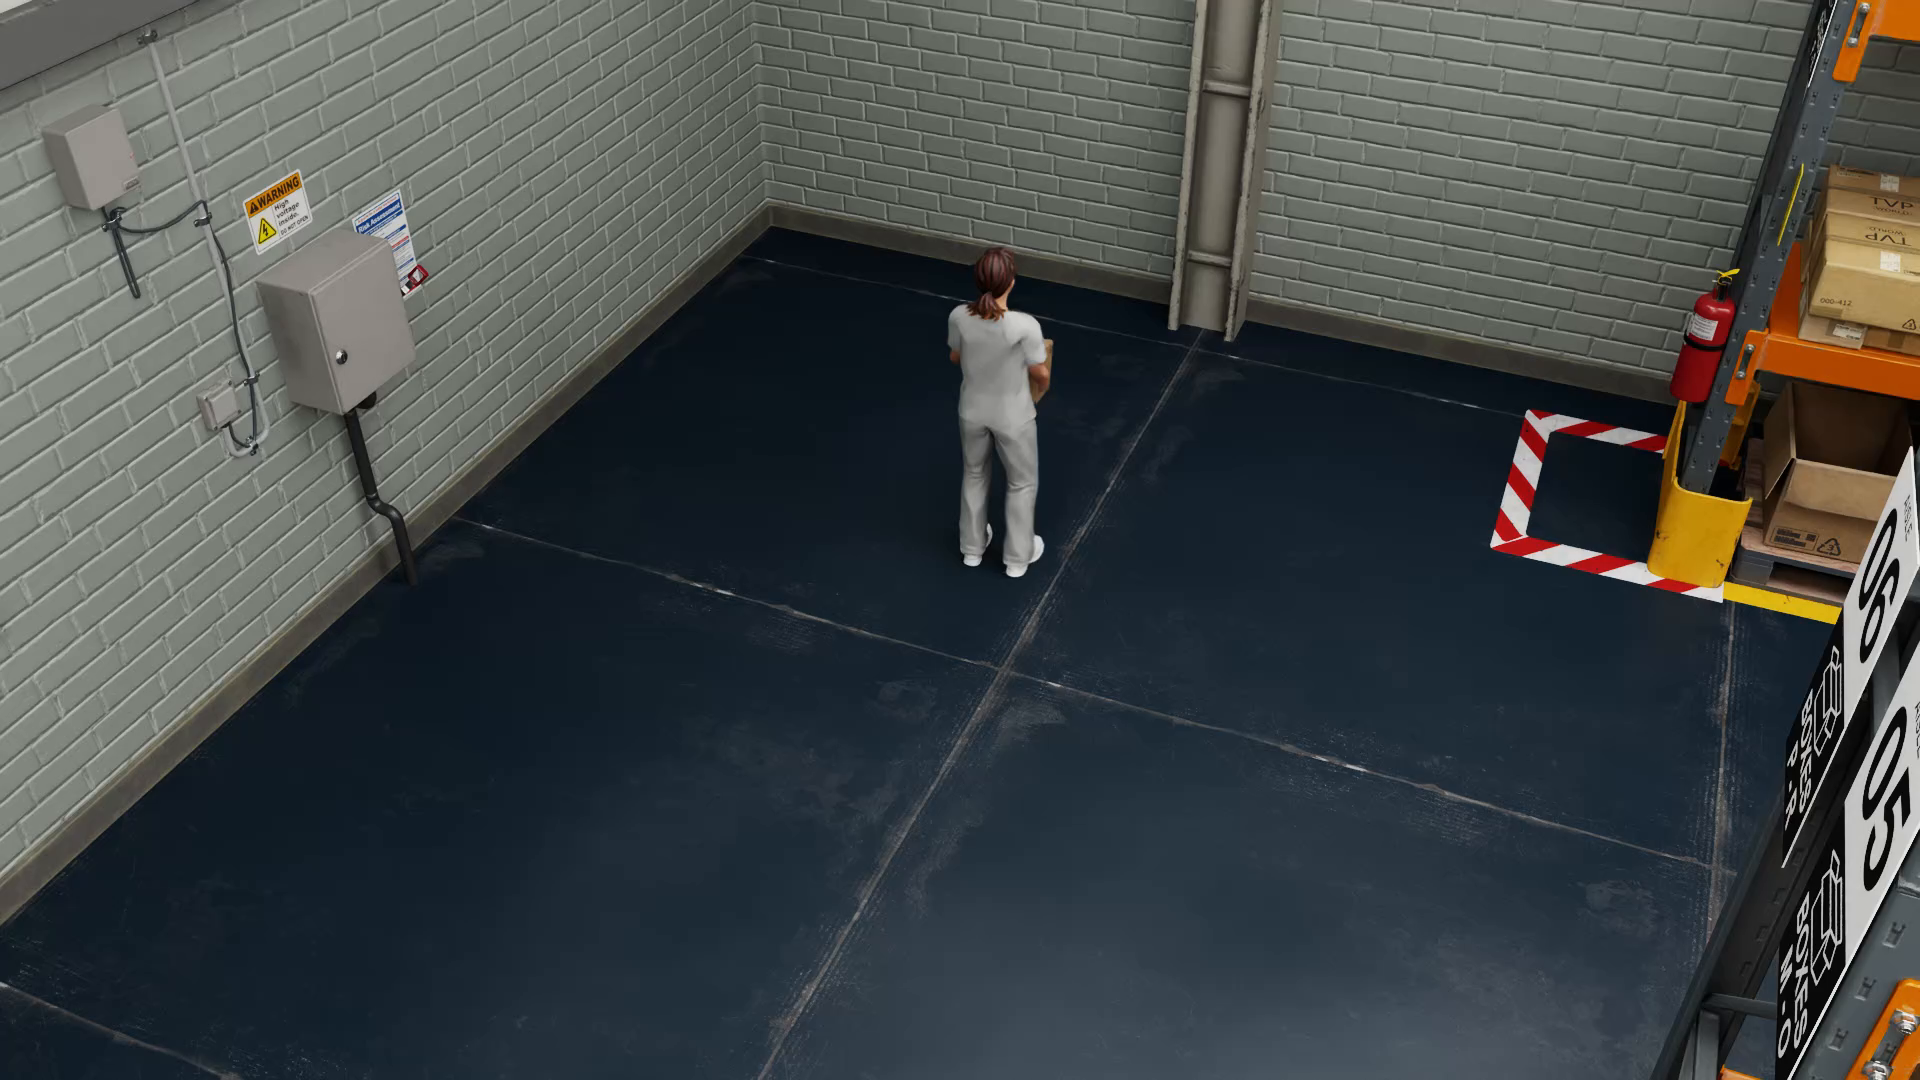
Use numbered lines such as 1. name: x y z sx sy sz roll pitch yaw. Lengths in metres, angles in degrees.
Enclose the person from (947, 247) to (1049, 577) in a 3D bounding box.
1. person: 0.185 -0.603 7.600 0.463 1.674 0.490 14 40 17
